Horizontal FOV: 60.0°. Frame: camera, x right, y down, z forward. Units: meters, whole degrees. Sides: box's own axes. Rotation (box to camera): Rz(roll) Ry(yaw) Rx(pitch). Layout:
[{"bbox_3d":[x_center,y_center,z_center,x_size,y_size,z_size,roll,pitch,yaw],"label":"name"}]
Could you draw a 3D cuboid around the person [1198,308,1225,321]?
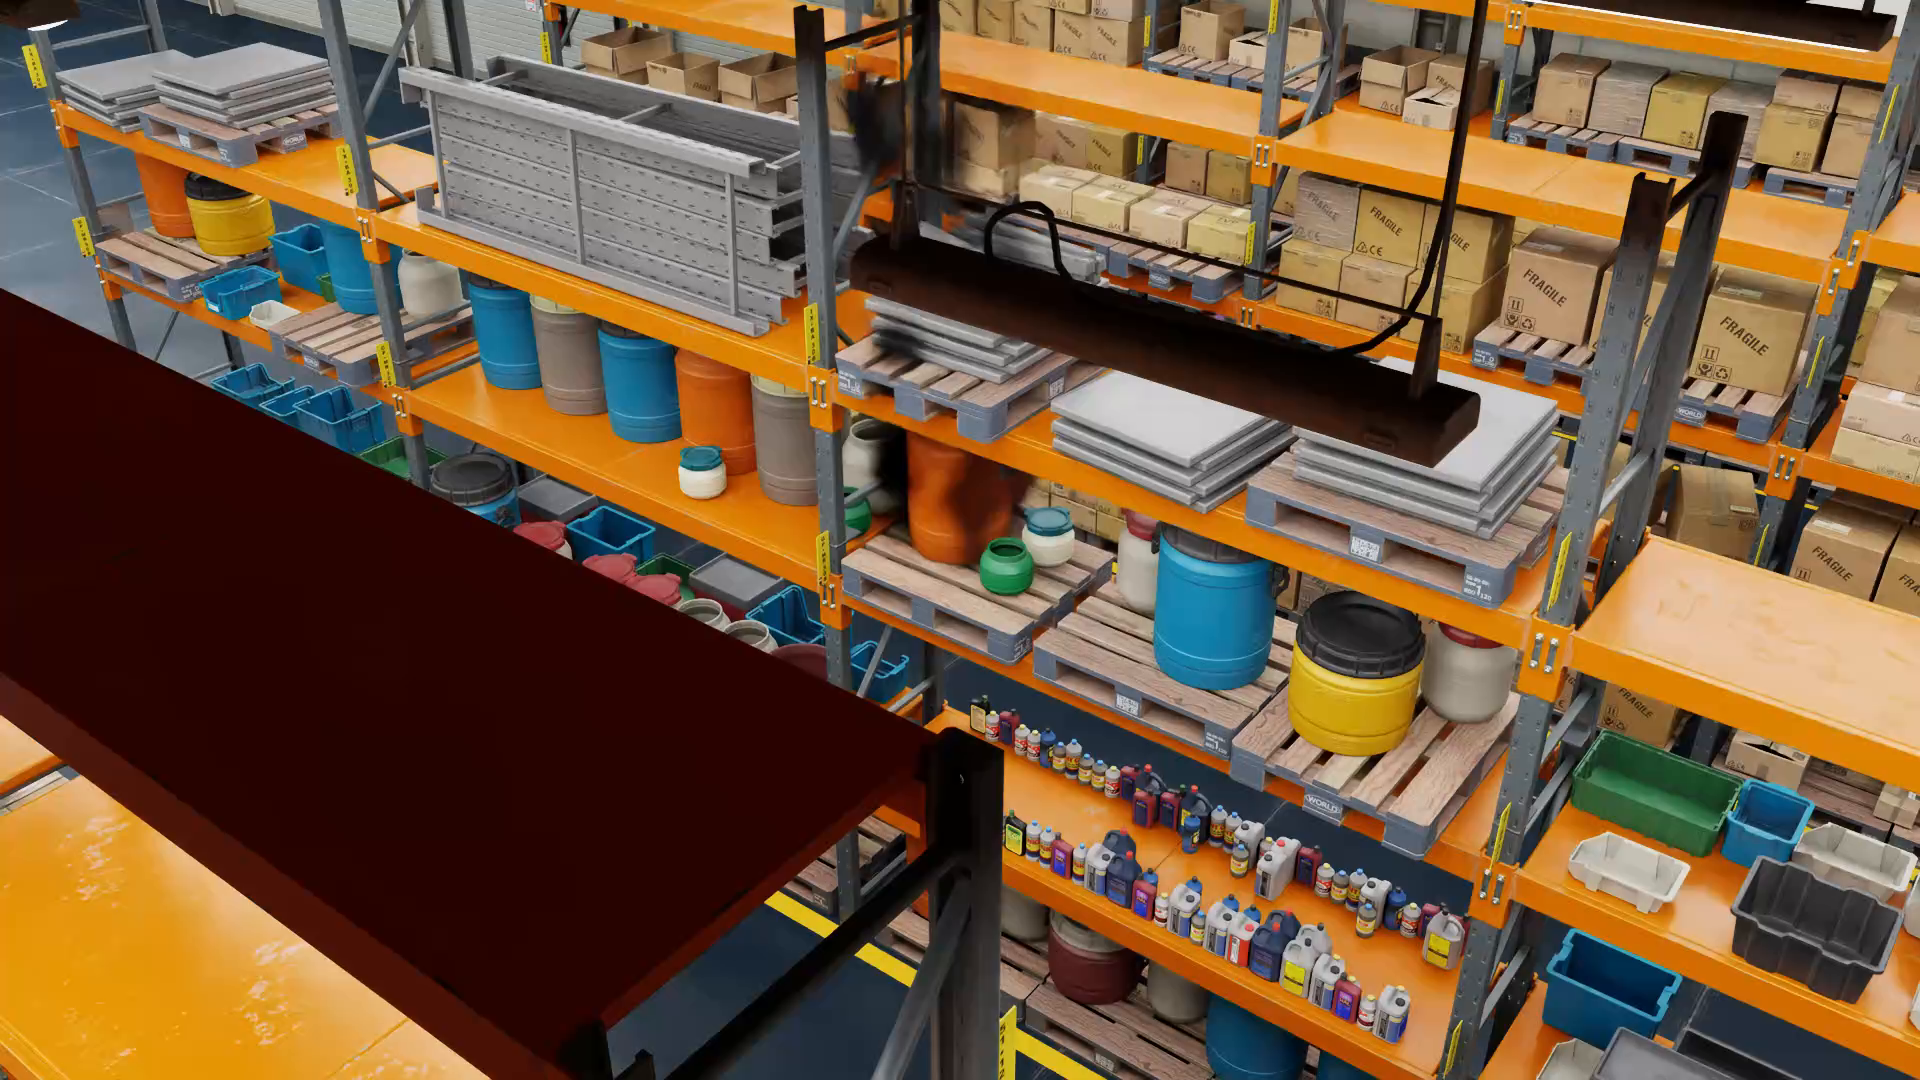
[{"bbox_3d":[2.495,-1.701,16.593,0.534,1.558,0.553,23,38,33],"label":"person"}]
